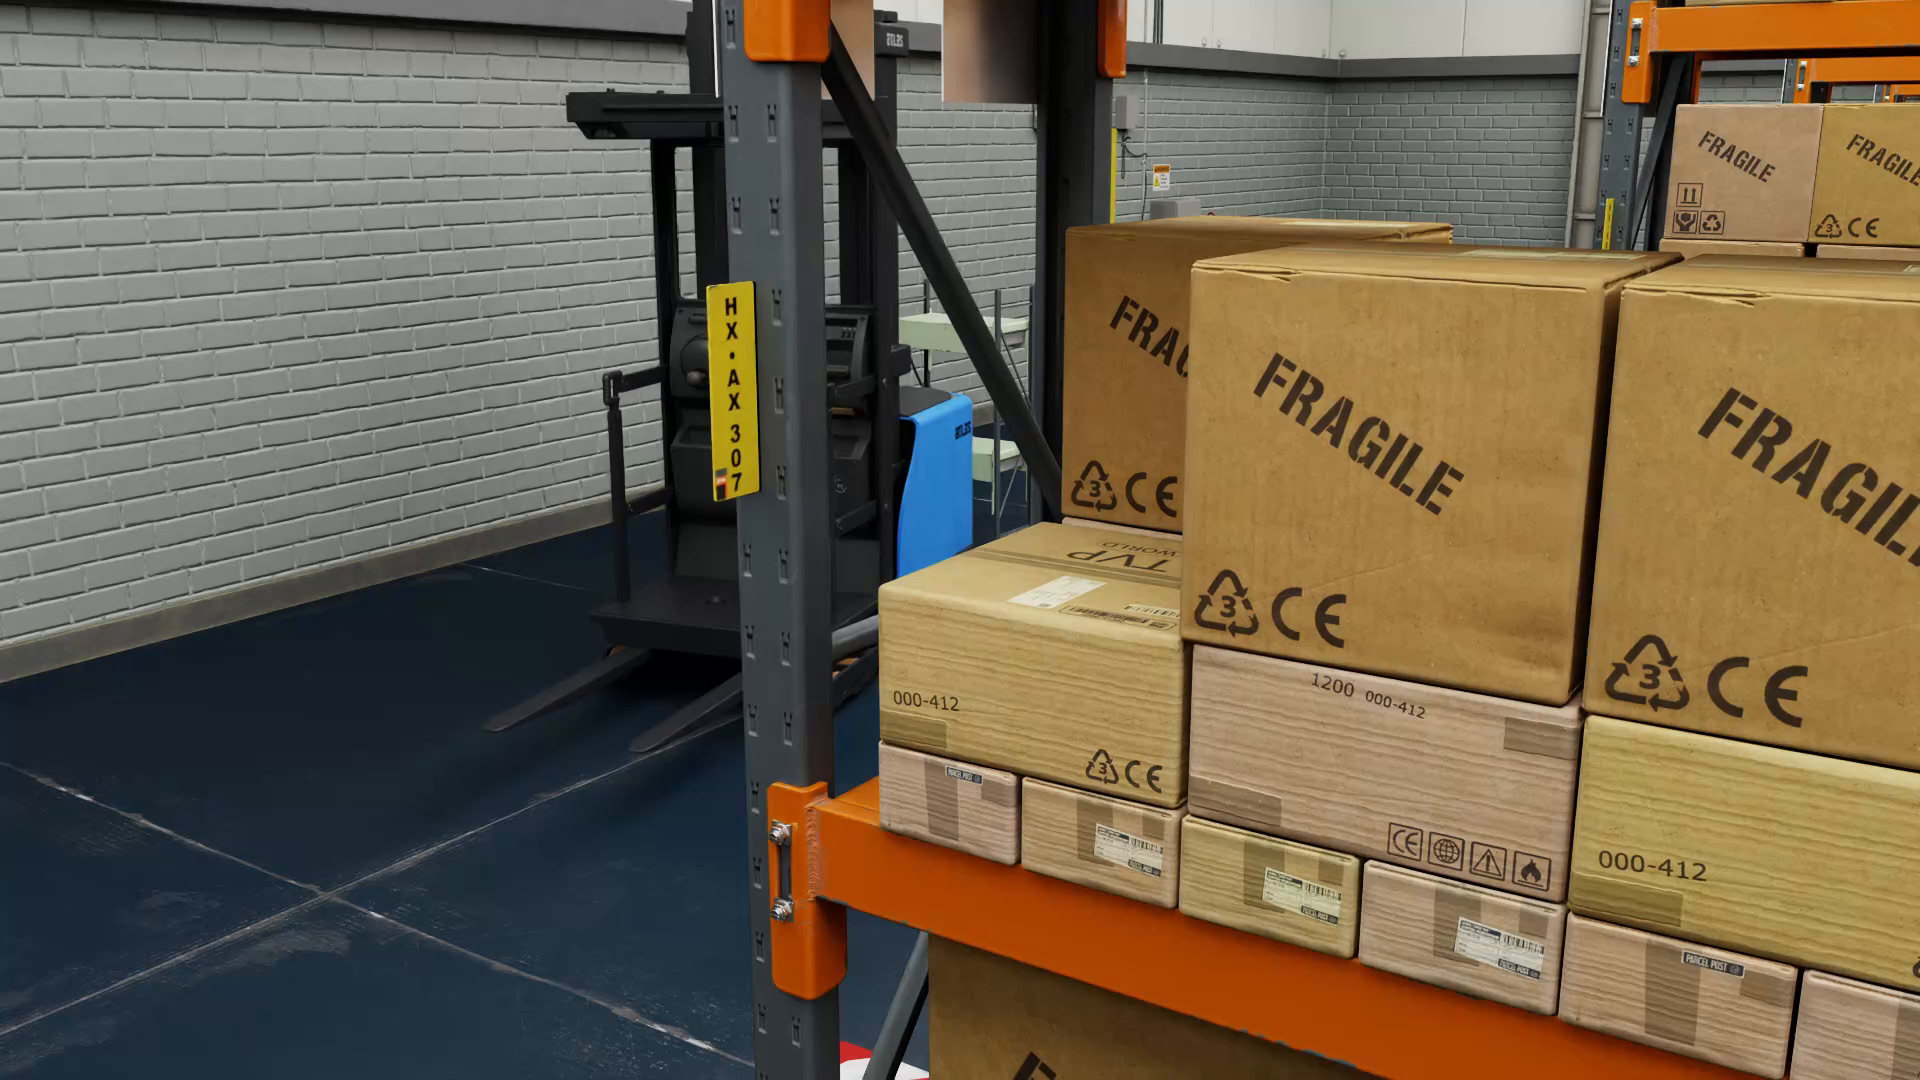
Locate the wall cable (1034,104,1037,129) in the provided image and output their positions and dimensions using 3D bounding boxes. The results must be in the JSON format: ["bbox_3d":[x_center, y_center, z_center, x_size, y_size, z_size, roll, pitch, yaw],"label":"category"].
[{"bbox_3d":[0.810,-3.113,13.975,0.123,1.953,0.585,9,17,33],"label":"wall cable"}]

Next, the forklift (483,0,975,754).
[{"bbox_3d":[-0.911,-0.825,7.058,1.130,2.935,3.031,5,15,20],"label":"forklift"}]

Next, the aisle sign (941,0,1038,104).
[{"bbox_3d":[0.079,-1.208,3.051,0.004,0.787,0.394,9,17,33],"label":"aisle sign"}]

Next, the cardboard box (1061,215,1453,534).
[{"bbox_3d":[0.522,-0.299,2.922,0.500,0.500,0.500,9,17,33],"label":"cardboard box"}]

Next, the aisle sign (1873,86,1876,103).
[{"bbox_3d":[8.048,-4.055,14.553,0.004,0.787,0.394,9,17,33],"label":"aisle sign"}]

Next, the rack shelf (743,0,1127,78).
[{"bbox_3d":[1.631,-0.715,1.725,4.000,0.370,1.077,9,17,33],"label":"rack shelf"}]

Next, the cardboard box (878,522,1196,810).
[{"bbox_3d":[0.219,0.170,2.587,0.500,0.250,0.500,9,16,31],"label":"cardboard box"}]

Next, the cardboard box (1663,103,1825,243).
[{"bbox_3d":[3.047,-1.417,6.398,0.500,0.500,0.500,9,17,32],"label":"cardboard box"}]

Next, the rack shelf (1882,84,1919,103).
[{"bbox_3d":[9.928,-3.681,13.707,4.000,0.370,1.077,9,17,33],"label":"rack shelf"}]

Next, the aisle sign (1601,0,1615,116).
[{"bbox_3d":[2.595,-2.064,6.508,0.004,0.787,0.394,9,17,33],"label":"aisle sign"}]

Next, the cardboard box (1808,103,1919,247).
[{"bbox_3d":[3.470,-1.351,6.130,0.500,0.500,0.500,10,17,34],"label":"cardboard box"}]

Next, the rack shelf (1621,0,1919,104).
[{"bbox_3d":[4.483,-1.691,5.665,4.000,0.370,1.077,9,17,33],"label":"rack shelf"}]

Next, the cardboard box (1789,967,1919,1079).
[{"bbox_3d":[1.150,0.531,1.960,0.250,0.149,0.380,9,16,32],"label":"cardboard box"}]

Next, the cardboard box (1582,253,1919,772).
[{"bbox_3d":[1.067,-0.059,1.951,0.500,0.500,0.500,9,16,31],"label":"cardboard box"}]

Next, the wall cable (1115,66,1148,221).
[{"bbox_3d":[1.592,-3.382,15.127,0.122,1.984,0.588,9,17,33],"label":"wall cable"}]

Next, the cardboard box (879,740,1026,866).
[{"bbox_3d":[0.081,0.359,2.655,0.250,0.149,0.380,9,17,33],"label":"cardboard box"}]

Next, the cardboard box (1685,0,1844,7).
[{"bbox_3d":[3.053,-2.124,6.231,0.500,0.250,0.500,10,17,35],"label":"cardboard box"}]

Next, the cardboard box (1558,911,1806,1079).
[{"bbox_3d":[0.935,0.496,2.099,0.250,0.149,0.380,9,16,32],"label":"cardboard box"}]

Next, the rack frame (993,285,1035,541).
[{"bbox_3d":[0.309,-0.678,9.441,0.023,1.500,0.400,9,17,33],"label":"rack frame"}]

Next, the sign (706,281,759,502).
[{"bbox_3d":[-0.344,-0.225,2.525,0.005,0.325,0.100,9,17,33],"label":"sign"}]

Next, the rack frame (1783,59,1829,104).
[{"bbox_3d":[5.502,-1.853,11.065,0.127,3.000,1.000,9,17,33],"label":"rack frame"}]

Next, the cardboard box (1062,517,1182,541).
[{"bbox_3d":[0.521,0.064,3.016,0.500,0.250,0.500,9,16,32],"label":"cardboard box"}]

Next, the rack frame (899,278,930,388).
[{"bbox_3d":[-0.298,-0.776,9.838,0.023,1.500,0.400,9,17,33],"label":"rack frame"}]

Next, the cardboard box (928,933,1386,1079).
[{"bbox_3d":[0.547,1.021,3.005,0.875,0.875,0.875,9,17,33],"label":"cardboard box"}]

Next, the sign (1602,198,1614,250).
[{"bbox_3d":[2.520,-1.164,6.482,0.005,0.325,0.100,9,17,33],"label":"sign"}]

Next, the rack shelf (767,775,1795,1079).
[{"bbox_3d":[1.631,0.741,2.085,4.000,0.370,1.077,9,17,33],"label":"rack shelf"}]

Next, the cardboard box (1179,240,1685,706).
[{"bbox_3d":[0.633,-0.127,2.226,0.500,0.500,0.500,9,16,31],"label":"cardboard box"}]

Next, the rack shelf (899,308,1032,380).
[{"bbox_3d":[0.006,-1.106,9.546,0.720,0.370,0.431,9,17,33],"label":"rack shelf"}]

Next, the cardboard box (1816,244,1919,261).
[{"bbox_3d":[3.500,-0.863,6.240,0.500,0.500,0.500,9,17,33],"label":"cardboard box"}]

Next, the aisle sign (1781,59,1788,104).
[{"bbox_3d":[5.280,-3.066,10.558,0.004,0.787,0.394,9,17,33],"label":"aisle sign"}]

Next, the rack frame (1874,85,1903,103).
[{"bbox_3d":[8.269,-2.843,15.065,0.127,3.000,1.000,9,17,33],"label":"rack frame"}]

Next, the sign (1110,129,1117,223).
[{"bbox_3d":[0.285,-0.660,3.344,0.005,0.325,0.100,9,17,33],"label":"sign"}]

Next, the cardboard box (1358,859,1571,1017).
[{"bbox_3d":[0.725,0.462,2.238,0.250,0.149,0.380,9,16,32],"label":"cardboard box"}]

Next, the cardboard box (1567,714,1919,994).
[{"bbox_3d":[1.069,0.306,2.036,0.500,0.250,0.500,9,16,31],"label":"cardboard box"}]

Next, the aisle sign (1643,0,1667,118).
[{"bbox_3d":[2.930,-2.184,6.992,0.004,0.787,0.394,9,17,33],"label":"aisle sign"}]

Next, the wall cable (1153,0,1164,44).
[{"bbox_3d":[2.633,-6.190,16.022,0.133,3.039,2.988,9,17,33],"label":"wall cable"}]

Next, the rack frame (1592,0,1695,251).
[{"bbox_3d":[2.823,-0.852,7.023,0.127,3.000,1.000,9,17,33],"label":"rack frame"}]

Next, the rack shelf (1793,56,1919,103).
[{"bbox_3d":[7.161,-2.691,9.707,4.000,0.370,1.077,9,17,33],"label":"rack shelf"}]

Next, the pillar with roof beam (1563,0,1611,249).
[{"bbox_3d":[4.132,-5.438,13.063,0.400,9.000,9.100,9,17,33],"label":"pillar with roof beam"}]

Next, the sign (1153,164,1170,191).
[{"bbox_3d":[1.901,-3.421,15.682,0.001,0.242,0.339,9,17,33],"label":"sign"}]

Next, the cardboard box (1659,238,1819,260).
[{"bbox_3d":[3.041,-0.930,6.509,0.500,0.500,0.500,10,17,35],"label":"cardboard box"}]

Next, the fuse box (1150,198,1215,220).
[{"bbox_3d":[2.103,-2.378,15.868,0.414,1.711,0.539,9,17,33],"label":"fuse box"}]

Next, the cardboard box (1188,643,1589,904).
[{"bbox_3d":[0.654,0.238,2.311,0.500,0.250,0.500,9,16,32],"label":"cardboard box"}]

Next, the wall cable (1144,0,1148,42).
[{"bbox_3d":[1.047,-5.621,13.803,0.029,3.000,2.355,9,17,33],"label":"wall cable"}]

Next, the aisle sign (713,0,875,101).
[{"bbox_3d":[-0.256,-1.088,2.568,0.004,0.787,0.394,9,17,33],"label":"aisle sign"}]

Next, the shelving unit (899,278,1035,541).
[{"bbox_3d":[0.006,-0.727,9.639,0.755,1.500,0.431,9,17,33],"label":"shelving unit"}]

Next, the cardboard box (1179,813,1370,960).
[{"bbox_3d":[0.508,0.427,2.378,0.250,0.149,0.380,9,16,31],"label":"cardboard box"}]

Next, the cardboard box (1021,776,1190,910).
[{"bbox_3d":[0.295,0.393,2.517,0.250,0.149,0.380,9,16,32],"label":"cardboard box"}]

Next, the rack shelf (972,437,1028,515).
[{"bbox_3d":[0.006,-0.411,9.718,0.720,0.370,0.431,9,17,33],"label":"rack shelf"}]
